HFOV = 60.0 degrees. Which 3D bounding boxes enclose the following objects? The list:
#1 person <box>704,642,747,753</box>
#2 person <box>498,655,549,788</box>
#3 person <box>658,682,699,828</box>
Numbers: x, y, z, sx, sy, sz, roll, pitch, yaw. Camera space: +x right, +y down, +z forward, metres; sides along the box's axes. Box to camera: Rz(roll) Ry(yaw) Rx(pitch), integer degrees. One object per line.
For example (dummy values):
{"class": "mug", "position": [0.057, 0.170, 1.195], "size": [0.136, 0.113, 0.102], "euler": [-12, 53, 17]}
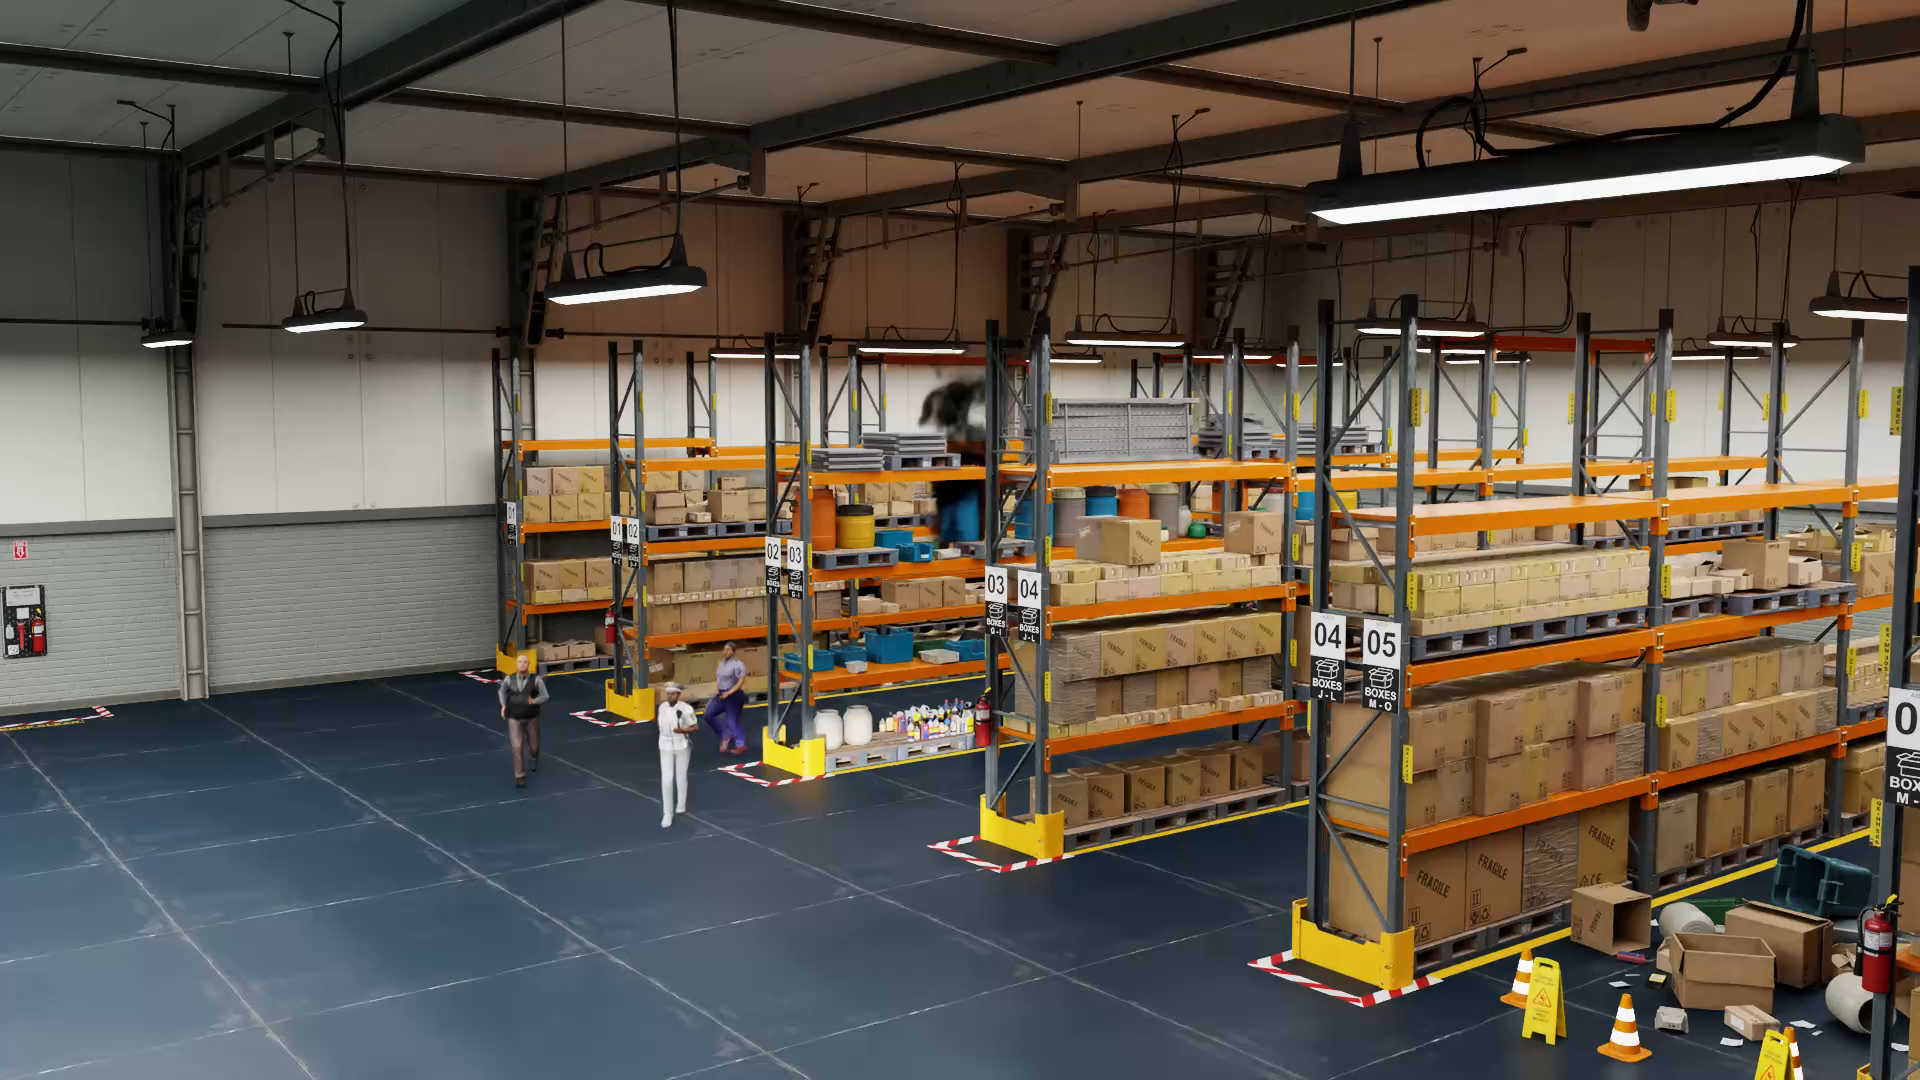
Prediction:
{"class": "person", "position": [-3.333, 2.356, 23.854], "size": [0.592, 1.429, 0.625], "euler": [-5, 7, -43]}
{"class": "person", "position": [-5.795, 2.375, 22.079], "size": [0.668, 1.698, 0.896], "euler": [-1, 5, -11]}
{"class": "person", "position": [-3.421, 2.565, 20.156], "size": [0.550, 1.762, 0.770], "euler": [0, 5, 1]}
